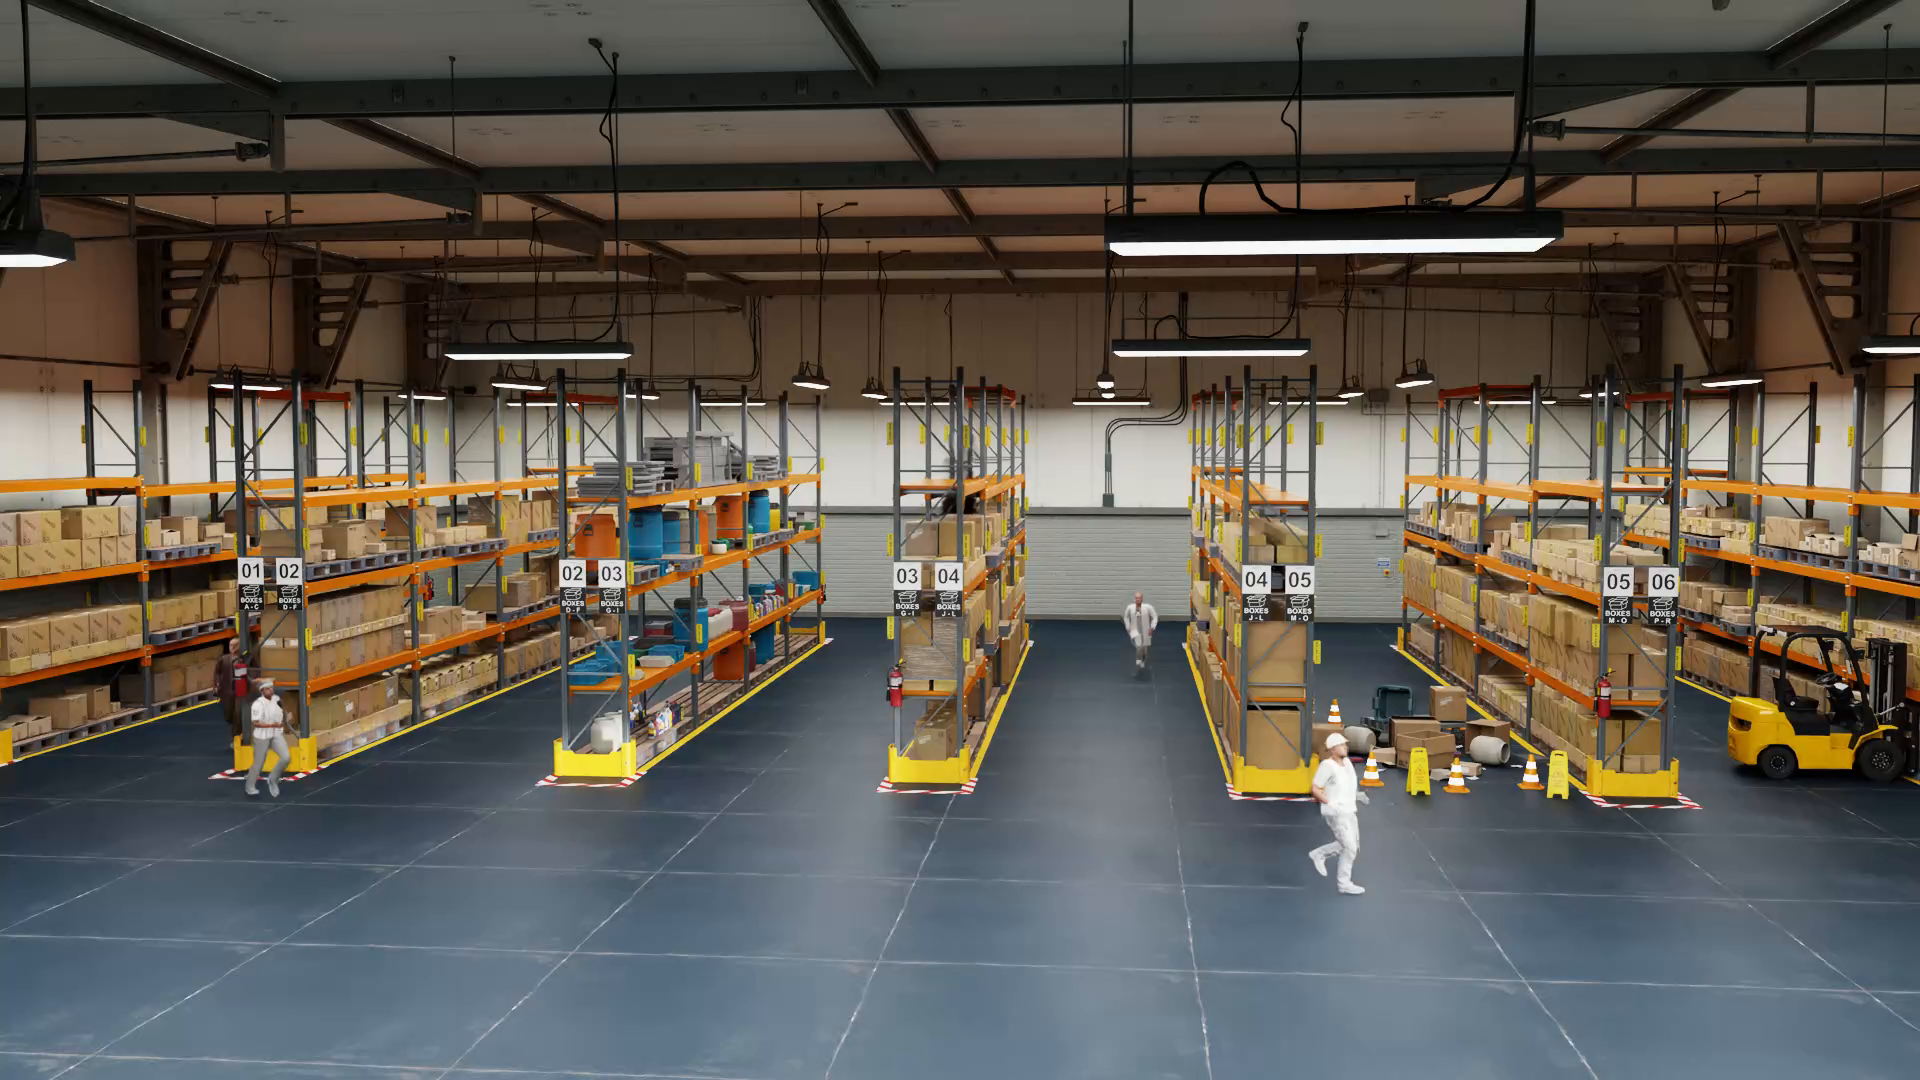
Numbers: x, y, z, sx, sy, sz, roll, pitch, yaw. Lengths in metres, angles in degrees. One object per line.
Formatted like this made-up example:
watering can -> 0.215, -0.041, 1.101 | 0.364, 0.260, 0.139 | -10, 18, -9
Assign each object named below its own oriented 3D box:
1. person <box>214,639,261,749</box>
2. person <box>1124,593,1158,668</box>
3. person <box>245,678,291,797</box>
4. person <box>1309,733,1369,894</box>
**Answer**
person -> -11.726, 2.468, 26.962 | 0.710, 1.751, 0.782 | -1, 4, -11
person -> 3.776, 1.909, 34.780 | 0.719, 1.614, 0.876 | 1, 4, 11
person -> -9.547, 2.723, 23.015 | 0.835, 1.671, 0.589 | 3, 4, 37
person -> 4.139, 2.995, 18.324 | 0.730, 1.739, 0.689 | 3, 5, 42
